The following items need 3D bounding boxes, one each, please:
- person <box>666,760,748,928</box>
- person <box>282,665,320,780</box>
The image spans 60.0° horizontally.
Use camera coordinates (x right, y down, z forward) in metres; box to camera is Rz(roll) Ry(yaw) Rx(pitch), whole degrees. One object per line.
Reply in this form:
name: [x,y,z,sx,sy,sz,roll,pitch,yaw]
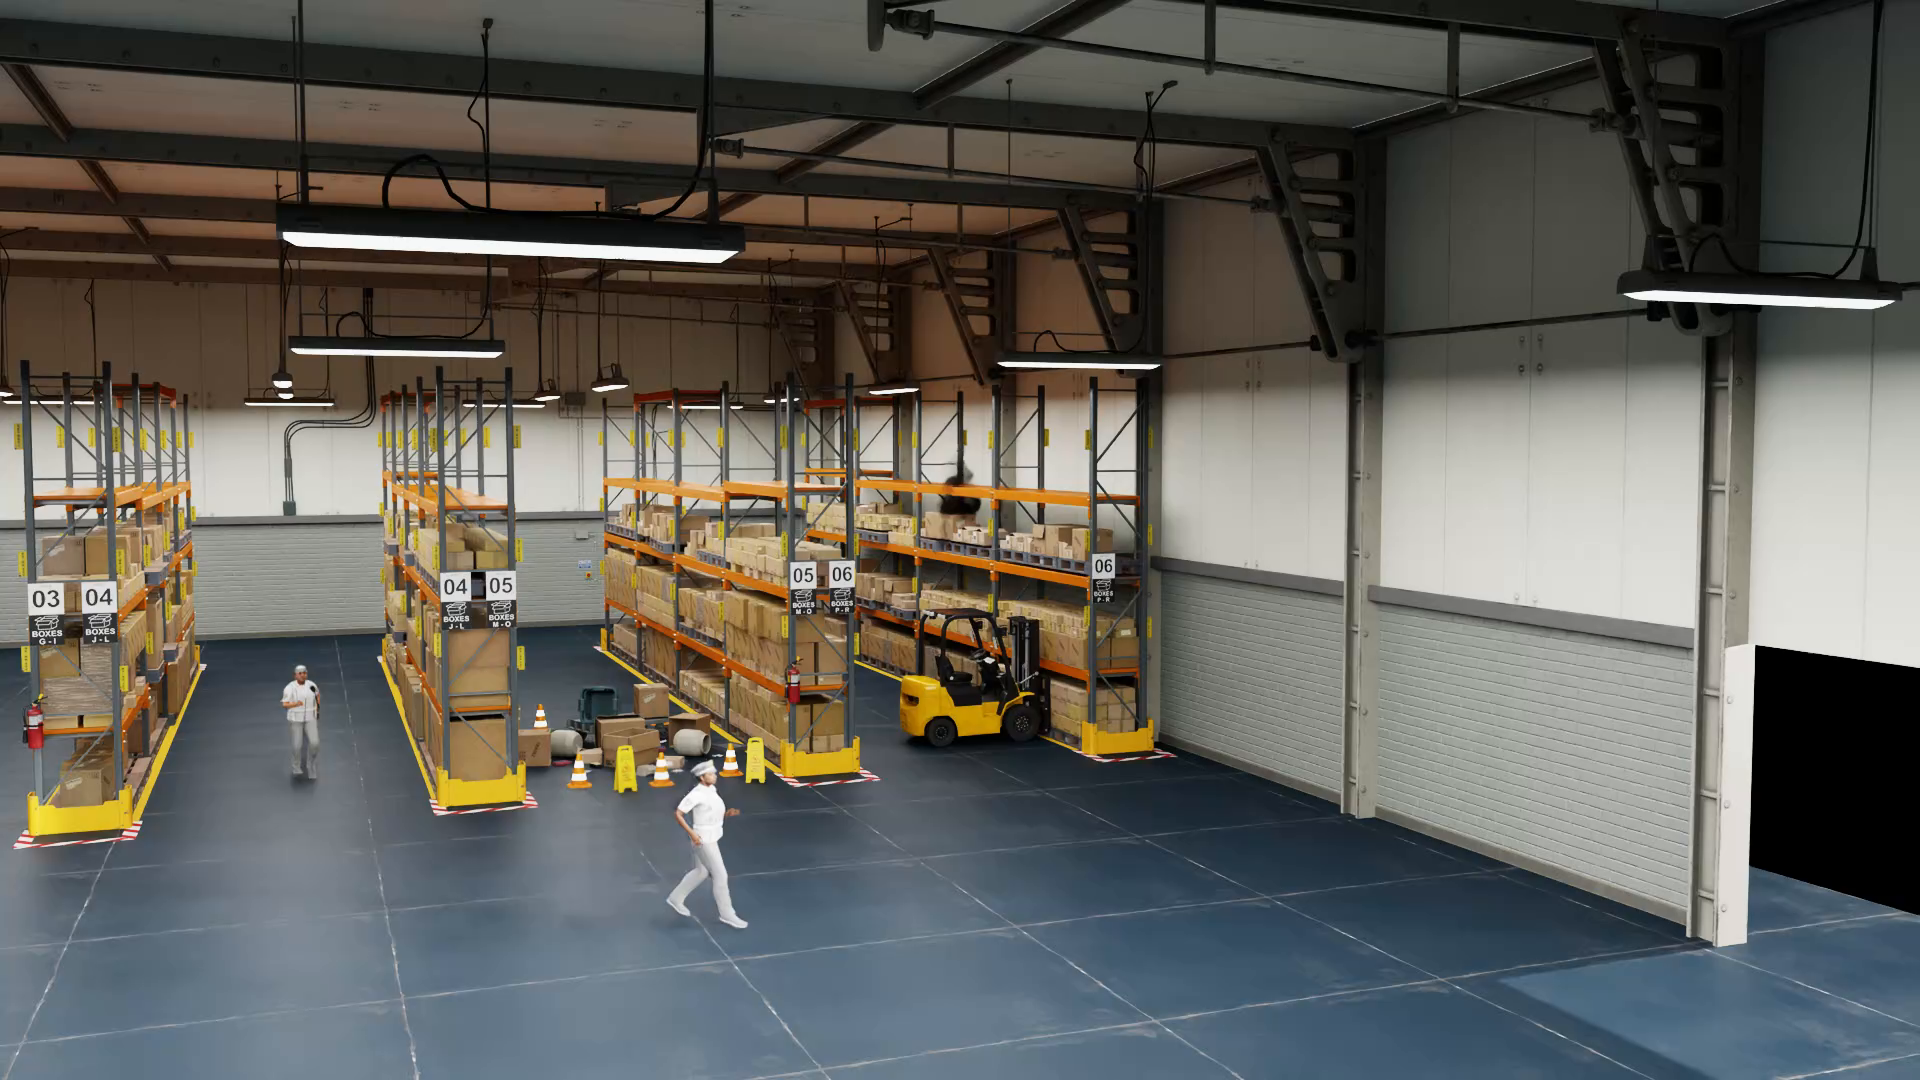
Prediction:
person: [-2.619,3.105,17.112,0.908,1.711,0.566,1,3,9]
person: [-9.701,2.710,24.561,0.582,1.704,0.680,-2,4,-32]
